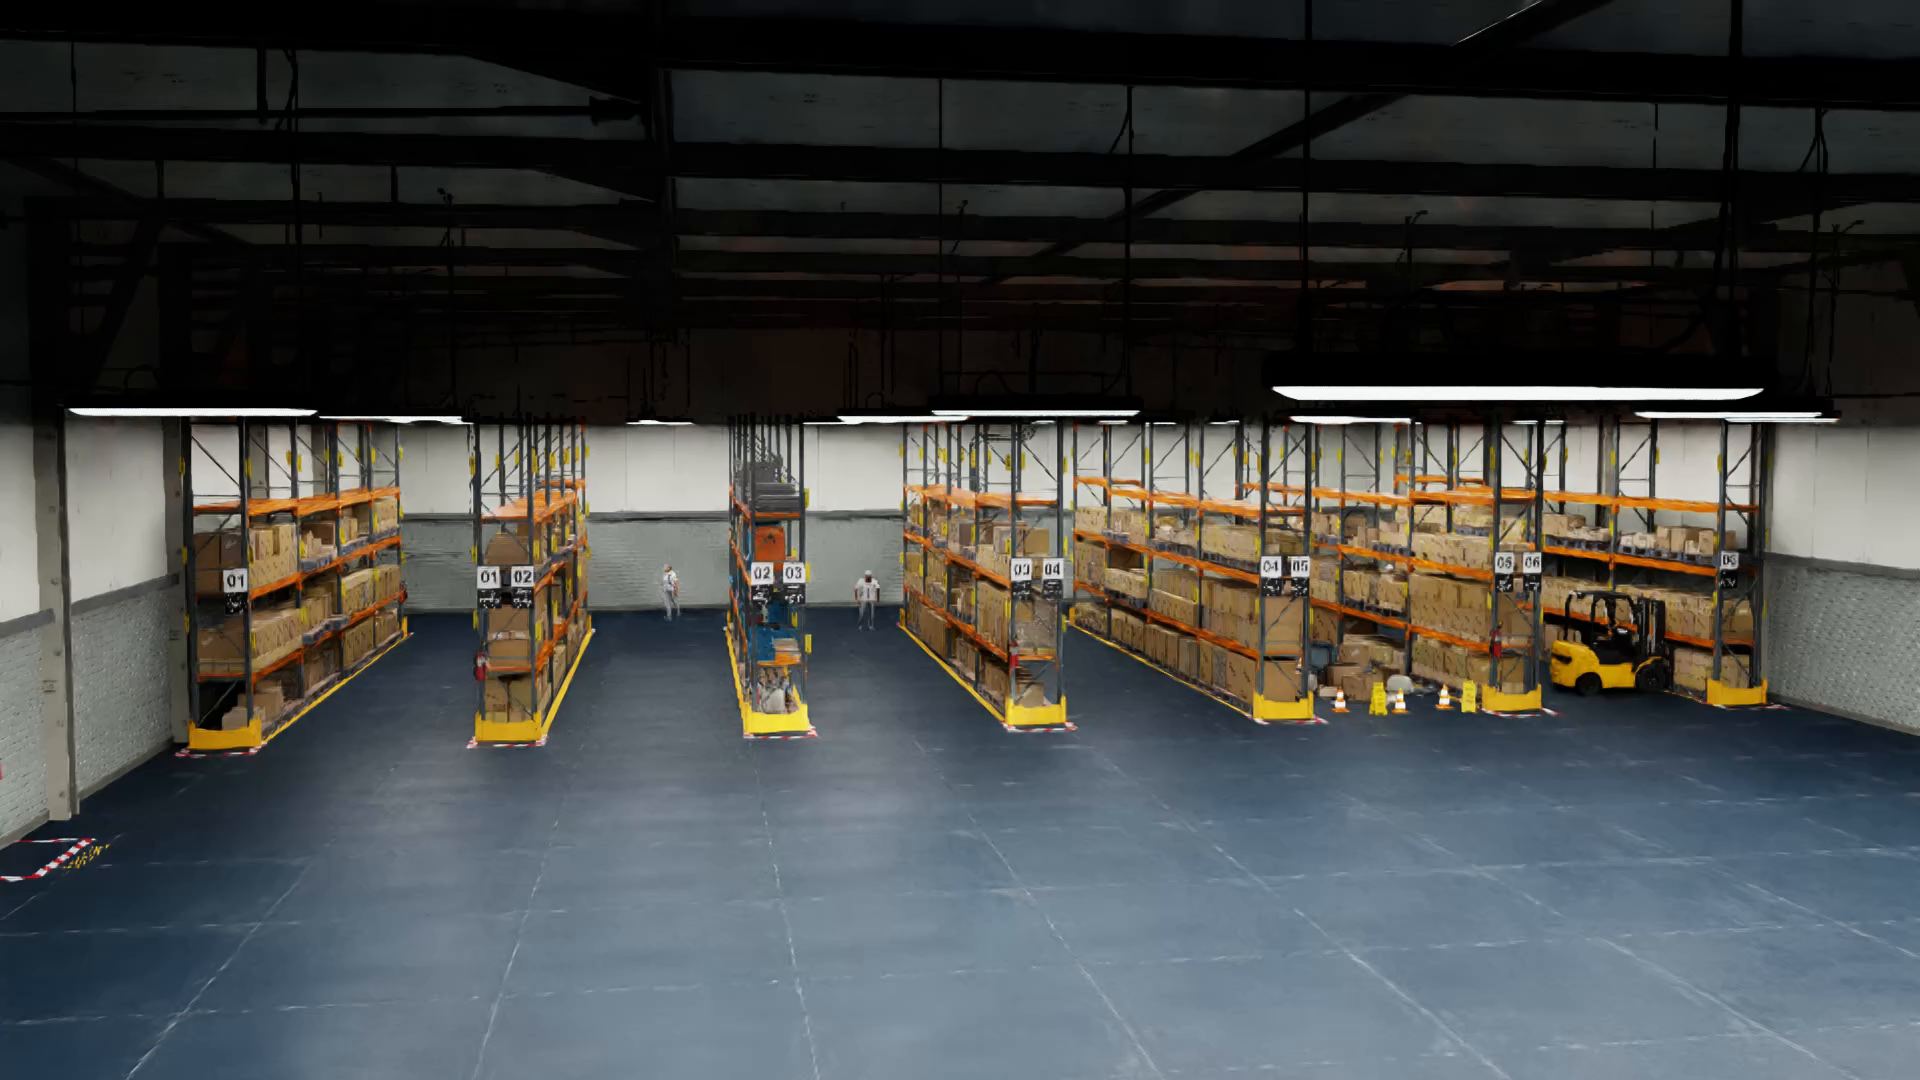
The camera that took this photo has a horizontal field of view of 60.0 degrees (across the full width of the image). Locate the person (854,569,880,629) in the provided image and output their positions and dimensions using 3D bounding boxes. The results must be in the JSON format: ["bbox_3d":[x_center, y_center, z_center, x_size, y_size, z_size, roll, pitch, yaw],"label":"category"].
[{"bbox_3d":[-2.623,1.680,47.011,0.719,1.714,0.578,-1,4,-11],"label":"person"}]

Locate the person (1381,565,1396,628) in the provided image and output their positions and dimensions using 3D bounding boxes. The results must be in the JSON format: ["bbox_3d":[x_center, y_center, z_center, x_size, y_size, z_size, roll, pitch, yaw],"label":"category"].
[{"bbox_3d":[12.252,1.595,47.419,0.389,1.789,0.644,0,4,0],"label":"person"}]

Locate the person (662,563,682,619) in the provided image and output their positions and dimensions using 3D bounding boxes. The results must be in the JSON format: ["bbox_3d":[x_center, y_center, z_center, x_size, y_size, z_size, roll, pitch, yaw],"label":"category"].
[{"bbox_3d":[-8.635,1.517,49.854,0.544,1.648,0.585,2,4,27],"label":"person"}]
